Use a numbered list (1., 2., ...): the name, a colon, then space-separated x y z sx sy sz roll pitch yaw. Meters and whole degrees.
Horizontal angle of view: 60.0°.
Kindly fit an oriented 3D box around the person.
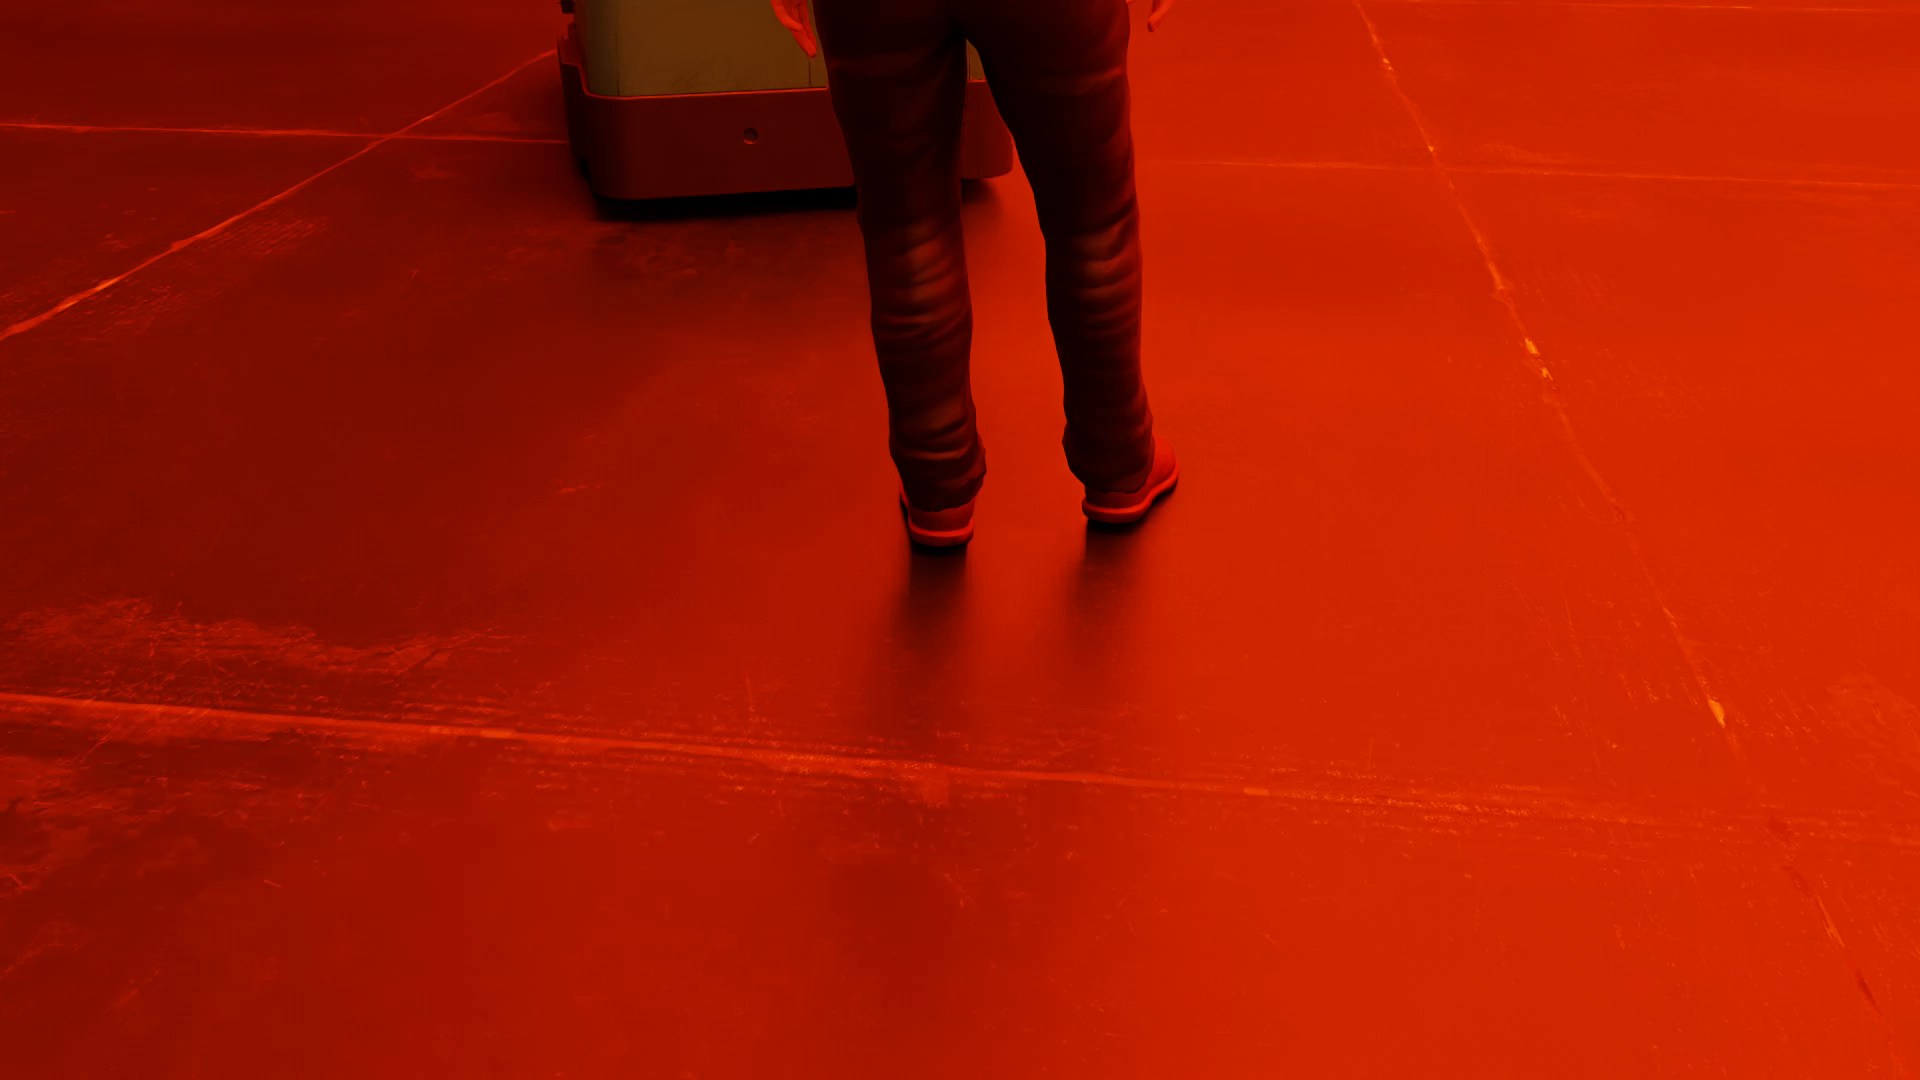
1. person: 0.035 -0.782 2.207 0.598 1.651 0.502 3 27 7

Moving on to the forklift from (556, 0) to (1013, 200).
1. forklift: -0.714 -2.759 4.747 1.130 2.935 3.031 -6 27 -12
